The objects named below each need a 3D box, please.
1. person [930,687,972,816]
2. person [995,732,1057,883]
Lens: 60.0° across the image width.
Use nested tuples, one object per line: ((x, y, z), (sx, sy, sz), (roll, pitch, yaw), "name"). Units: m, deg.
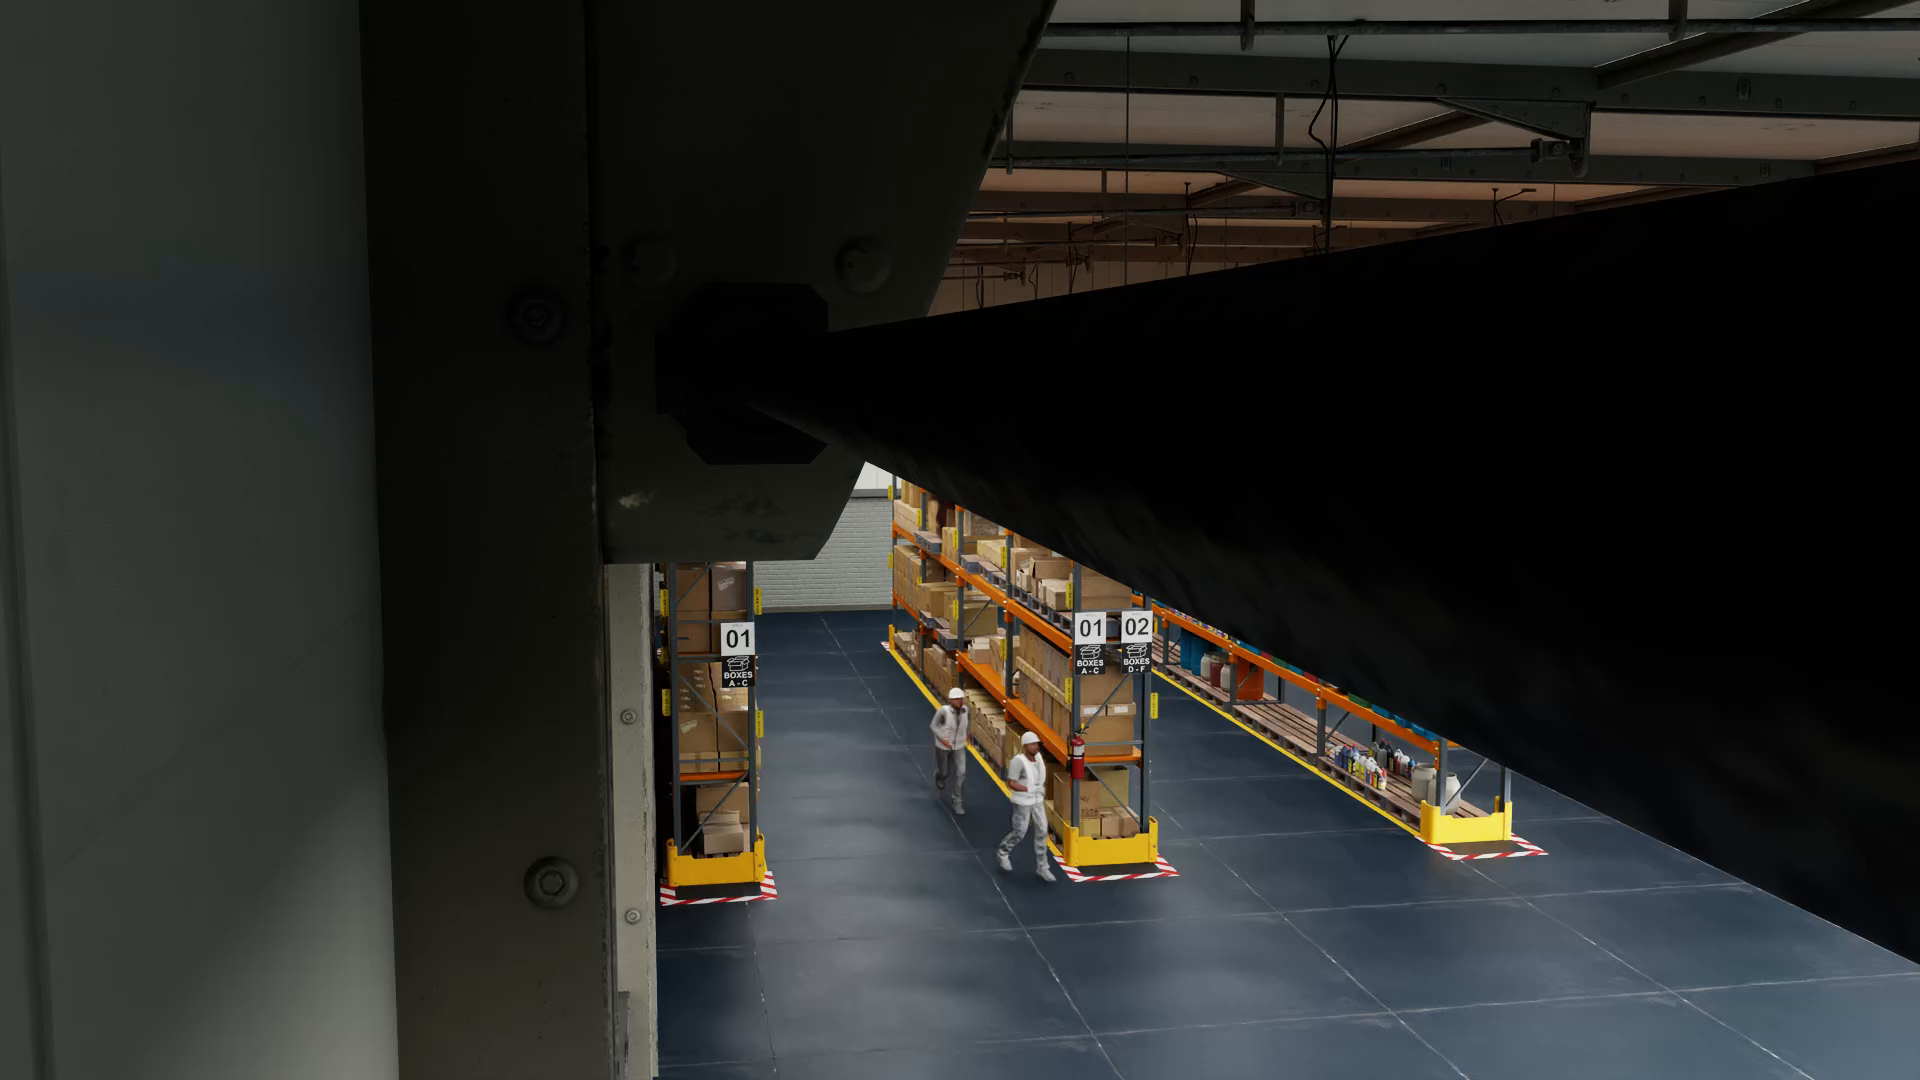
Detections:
((-0.133, 2.930, 23.579), (0.660, 1.769, 1.062), (-2, 6, -18), "person")
((0.818, 3.240, 20.385), (0.859, 1.825, 0.703), (6, 9, 43), "person")
